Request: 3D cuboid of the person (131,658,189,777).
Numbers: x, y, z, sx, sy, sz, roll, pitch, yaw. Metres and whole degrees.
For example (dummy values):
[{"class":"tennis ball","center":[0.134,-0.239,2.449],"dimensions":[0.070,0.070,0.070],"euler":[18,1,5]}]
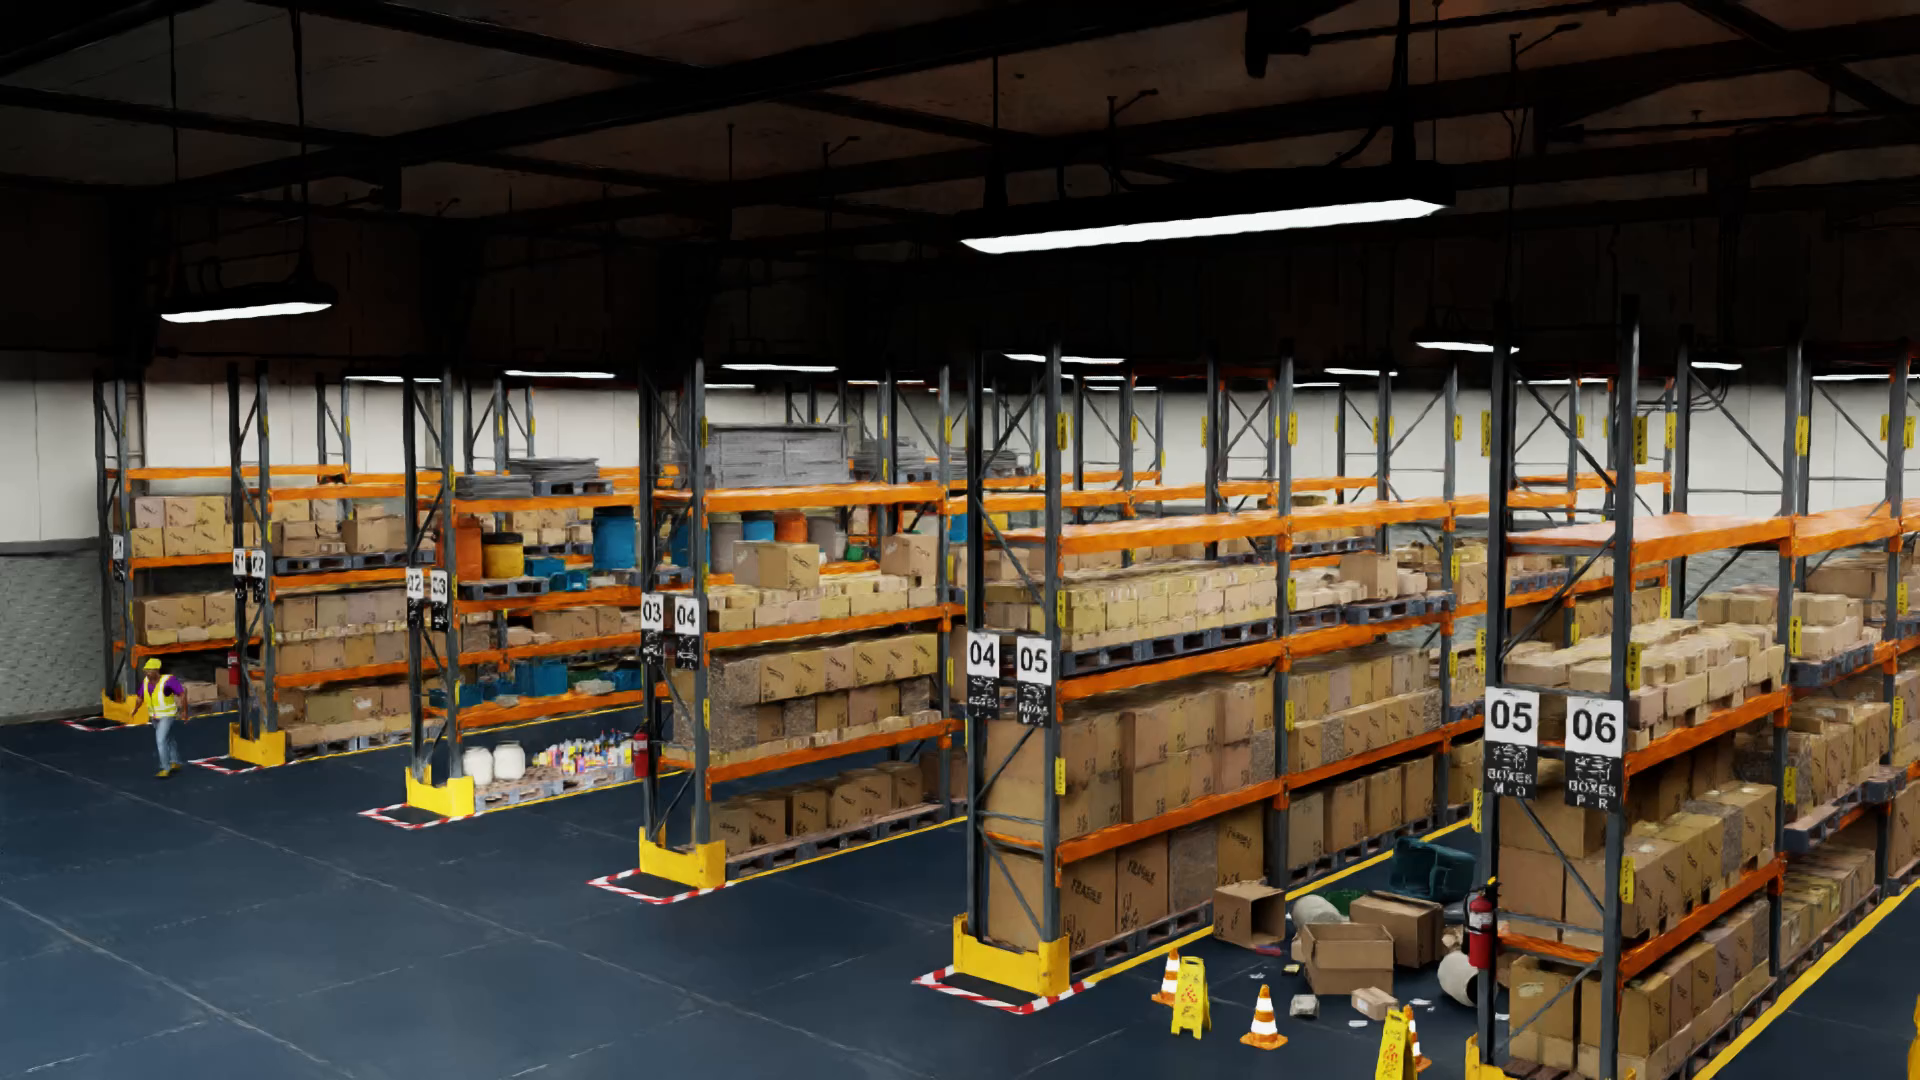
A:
[{"class":"person","center":[-11.542,2.536,24.071],"dimensions":[0.713,1.698,0.809],"euler":[2,5,23]}]
